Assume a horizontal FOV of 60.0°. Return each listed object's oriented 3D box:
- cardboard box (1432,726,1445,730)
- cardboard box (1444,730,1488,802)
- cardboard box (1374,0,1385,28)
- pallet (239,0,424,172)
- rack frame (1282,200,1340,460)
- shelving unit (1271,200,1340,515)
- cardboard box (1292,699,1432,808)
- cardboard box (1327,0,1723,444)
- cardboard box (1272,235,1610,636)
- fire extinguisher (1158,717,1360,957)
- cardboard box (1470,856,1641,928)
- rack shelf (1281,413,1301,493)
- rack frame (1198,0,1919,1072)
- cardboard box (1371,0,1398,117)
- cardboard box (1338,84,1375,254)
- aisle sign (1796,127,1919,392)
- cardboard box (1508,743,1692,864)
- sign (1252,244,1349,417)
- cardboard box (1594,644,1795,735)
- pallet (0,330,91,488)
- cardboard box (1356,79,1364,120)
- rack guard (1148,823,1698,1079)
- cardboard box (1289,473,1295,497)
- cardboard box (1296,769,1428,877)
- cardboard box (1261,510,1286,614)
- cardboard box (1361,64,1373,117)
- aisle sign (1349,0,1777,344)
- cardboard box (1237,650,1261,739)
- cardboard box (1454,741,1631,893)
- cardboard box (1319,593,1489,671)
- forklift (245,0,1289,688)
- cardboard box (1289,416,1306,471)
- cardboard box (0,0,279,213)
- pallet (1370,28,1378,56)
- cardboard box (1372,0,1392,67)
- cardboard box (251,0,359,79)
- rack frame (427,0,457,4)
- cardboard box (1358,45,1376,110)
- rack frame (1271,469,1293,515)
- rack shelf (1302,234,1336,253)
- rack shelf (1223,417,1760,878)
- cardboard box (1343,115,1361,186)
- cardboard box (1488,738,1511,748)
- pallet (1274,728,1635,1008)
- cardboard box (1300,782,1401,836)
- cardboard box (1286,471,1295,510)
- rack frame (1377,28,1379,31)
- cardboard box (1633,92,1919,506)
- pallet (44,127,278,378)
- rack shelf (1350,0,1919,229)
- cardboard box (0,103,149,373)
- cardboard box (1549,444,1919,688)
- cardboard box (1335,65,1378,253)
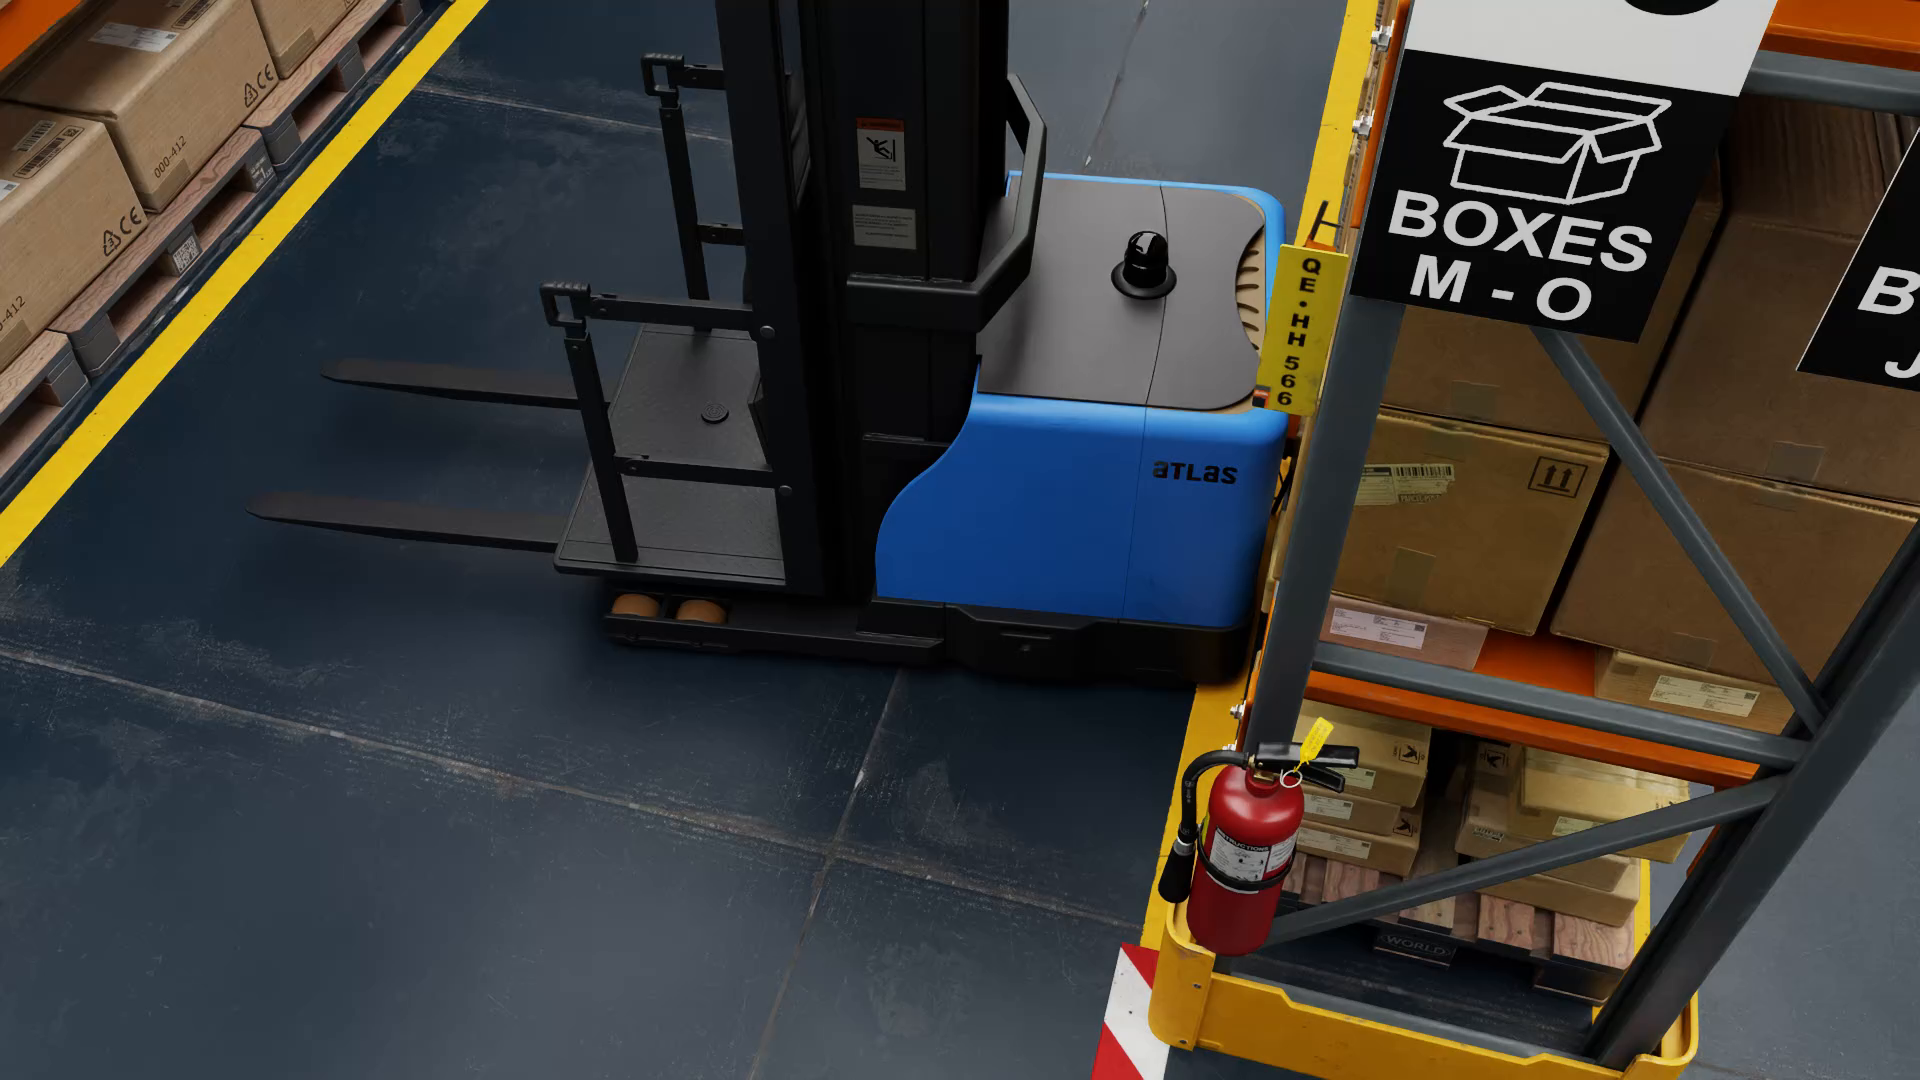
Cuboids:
[{"bbox_3d":[1.064,0.302,4.208,0.380,0.149,0.250,12,50,11],"label":"cardboard box"},{"bbox_3d":[1.484,0.581,4.358,0.380,0.149,0.250,11,50,10],"label":"cardboard box"},{"bbox_3d":[1.436,-1.702,4.487,0.500,0.500,0.500,11,49,9],"label":"cardboard box"},{"bbox_3d":[-2.978,-2.042,6.912,1.003,0.211,1.213,12,50,10],"label":"pallet"},{"bbox_3d":[1.044,-0.607,5.059,0.200,1.050,0.008,17,53,4],"label":"rack frame"},{"bbox_3d":[1.011,-0.516,4.984,0.215,1.050,0.252,17,53,4],"label":"shelving unit"},{"bbox_3d":[0.942,0.472,4.057,0.380,0.149,0.250,12,50,10],"label":"cardboard box"},{"bbox_3d":[0.928,-0.545,2.798,0.500,0.500,0.500,11,49,9],"label":"cardboard box"},{"bbox_3d":[0.917,-0.210,3.169,0.500,0.500,0.500,12,50,11],"label":"cardboard box"},{"bbox_3d":[0.536,0.538,3.075,0.296,0.674,0.183,12,50,10],"label":"fire extinguisher"},{"bbox_3d":[1.494,0.786,4.177,0.380,0.149,0.250,12,50,11],"label":"cardboard box"},{"bbox_3d":[0.975,-0.343,5.213,0.215,0.259,0.240,17,53,4],"label":"rack shelf"},{"bbox_3d":[1.047,0.297,2.987,1.000,3.000,0.127,12,50,10],"label":"rack frame"},{"bbox_3d":[1.061,-0.912,3.122,0.500,0.500,0.500,10,49,9],"label":"cardboard box"},{"bbox_3d":[1.058,-0.581,3.497,0.500,0.500,0.500,11,49,9],"label":"cardboard box"},{"bbox_3d":[1.317,-0.451,1.913,0.394,0.787,0.004,12,50,10],"label":"aisle sign"},{"bbox_3d":[1.513,0.593,3.950,0.380,0.149,0.250,10,49,8],"label":"cardboard box"},{"bbox_3d":[0.517,-0.314,2.544,0.100,0.325,0.005,12,50,10],"label":"sign"},{"bbox_3d":[1.449,0.211,3.231,0.380,0.149,0.250,11,50,10],"label":"cardboard box"},{"bbox_3d":[-3.620,-0.277,5.354,1.003,0.211,1.213,12,50,10],"label":"pallet"},{"bbox_3d":[1.694,-1.591,6.275,0.380,0.149,0.250,10,49,8],"label":"cardboard box"},{"bbox_3d":[1.067,1.070,3.973,1.175,0.500,0.348,12,50,10],"label":"rack guard"},{"bbox_3d":[1.170,-0.188,4.838,0.380,0.149,0.250,12,50,11],"label":"cardboard box"},{"bbox_3d":[0.985,0.680,4.271,0.380,0.149,0.250,12,50,11],"label":"cardboard box"},{"bbox_3d":[1.009,0.089,4.395,0.380,0.149,0.250,11,49,9],"label":"cardboard box"},{"bbox_3d":[1.323,-1.309,4.139,0.500,0.500,0.500,14,50,12],"label":"cardboard box"},{"bbox_3d":[0.739,-0.569,2.018,0.394,0.787,0.004,12,50,10],"label":"aisle sign"},{"bbox_3d":[0.955,0.474,4.452,0.380,0.149,0.250,13,50,11],"label":"cardboard box"},{"bbox_3d":[1.433,0.675,4.076,0.380,0.149,0.250,13,50,12],"label":"cardboard box"},{"bbox_3d":[0.860,0.089,3.338,0.380,0.149,0.250,12,50,10],"label":"cardboard box"},{"bbox_3d":[-0.623,-1.026,4.200,3.031,2.935,1.130,5,49,4],"label":"forklift"},{"bbox_3d":[1.156,-0.291,4.731,0.380,0.149,0.250,13,50,11],"label":"cardboard box"},{"bbox_3d":[-3.206,-1.710,6.187,0.875,0.438,0.875,10,49,9],"label":"cardboard box"},{"bbox_3d":[2.304,-2.237,7.083,1.003,0.211,1.213,12,50,10],"label":"pallet"},{"bbox_3d":[1.189,-1.289,3.455,0.500,0.500,0.500,14,50,12],"label":"cardboard box"},{"bbox_3d":[-2.971,-2.358,6.759,0.875,0.438,0.875,11,49,9],"label":"cardboard box"},{"bbox_3d":[-2.702,-3.500,6.338,1.000,3.000,0.127,12,50,10],"label":"rack frame"},{"bbox_3d":[1.696,-1.691,6.165,0.380,0.149,0.250,14,50,12],"label":"cardboard box"},{"bbox_3d":[0.979,-0.424,4.910,0.200,1.050,0.008,17,53,4],"label":"rack frame"},{"bbox_3d":[1.046,-0.679,4.768,0.215,0.259,0.240,17,53,4],"label":"rack shelf"},{"bbox_3d":[1.574,-0.911,4.533,1.077,0.370,4.000,12,50,10],"label":"rack shelf"},{"bbox_3d":[1.624,-1.399,6.105,0.380,0.149,0.250,13,50,11],"label":"cardboard box"},{"bbox_3d":[1.559,0.488,4.241,0.380,0.149,0.250,11,50,10],"label":"cardboard box"},{"bbox_3d":[1.315,0.585,4.593,1.003,0.211,1.213,12,50,10],"label":"pallet"},{"bbox_3d":[0.911,0.565,4.173,0.380,0.149,0.250,10,49,9],"label":"cardboard box"},{"bbox_3d":[1.166,-0.078,4.940,0.380,0.149,0.250,10,49,8],"label":"cardboard box"},{"bbox_3d":[2.100,-2.596,5.540,1.000,3.000,0.127,12,50,10],"label":"rack frame"},{"bbox_3d":[1.422,-0.437,2.703,0.500,0.500,0.500,11,50,10],"label":"cardboard box"},{"bbox_3d":[-3.297,-1.157,6.130,1.003,0.211,1.213,12,50,10],"label":"pallet"},{"bbox_3d":[1.574,-1.904,3.409,1.077,0.370,4.000,12,50,10],"label":"rack shelf"},{"bbox_3d":[-3.445,-1.058,5.612,0.875,0.438,0.875,13,50,11],"label":"cardboard box"},{"bbox_3d":[1.432,-0.104,3.076,0.500,0.500,0.500,14,50,12],"label":"cardboard box"},{"bbox_3d":[1.182,-0.950,3.823,0.500,0.500,0.500,12,50,10],"label":"cardboard box"}]
